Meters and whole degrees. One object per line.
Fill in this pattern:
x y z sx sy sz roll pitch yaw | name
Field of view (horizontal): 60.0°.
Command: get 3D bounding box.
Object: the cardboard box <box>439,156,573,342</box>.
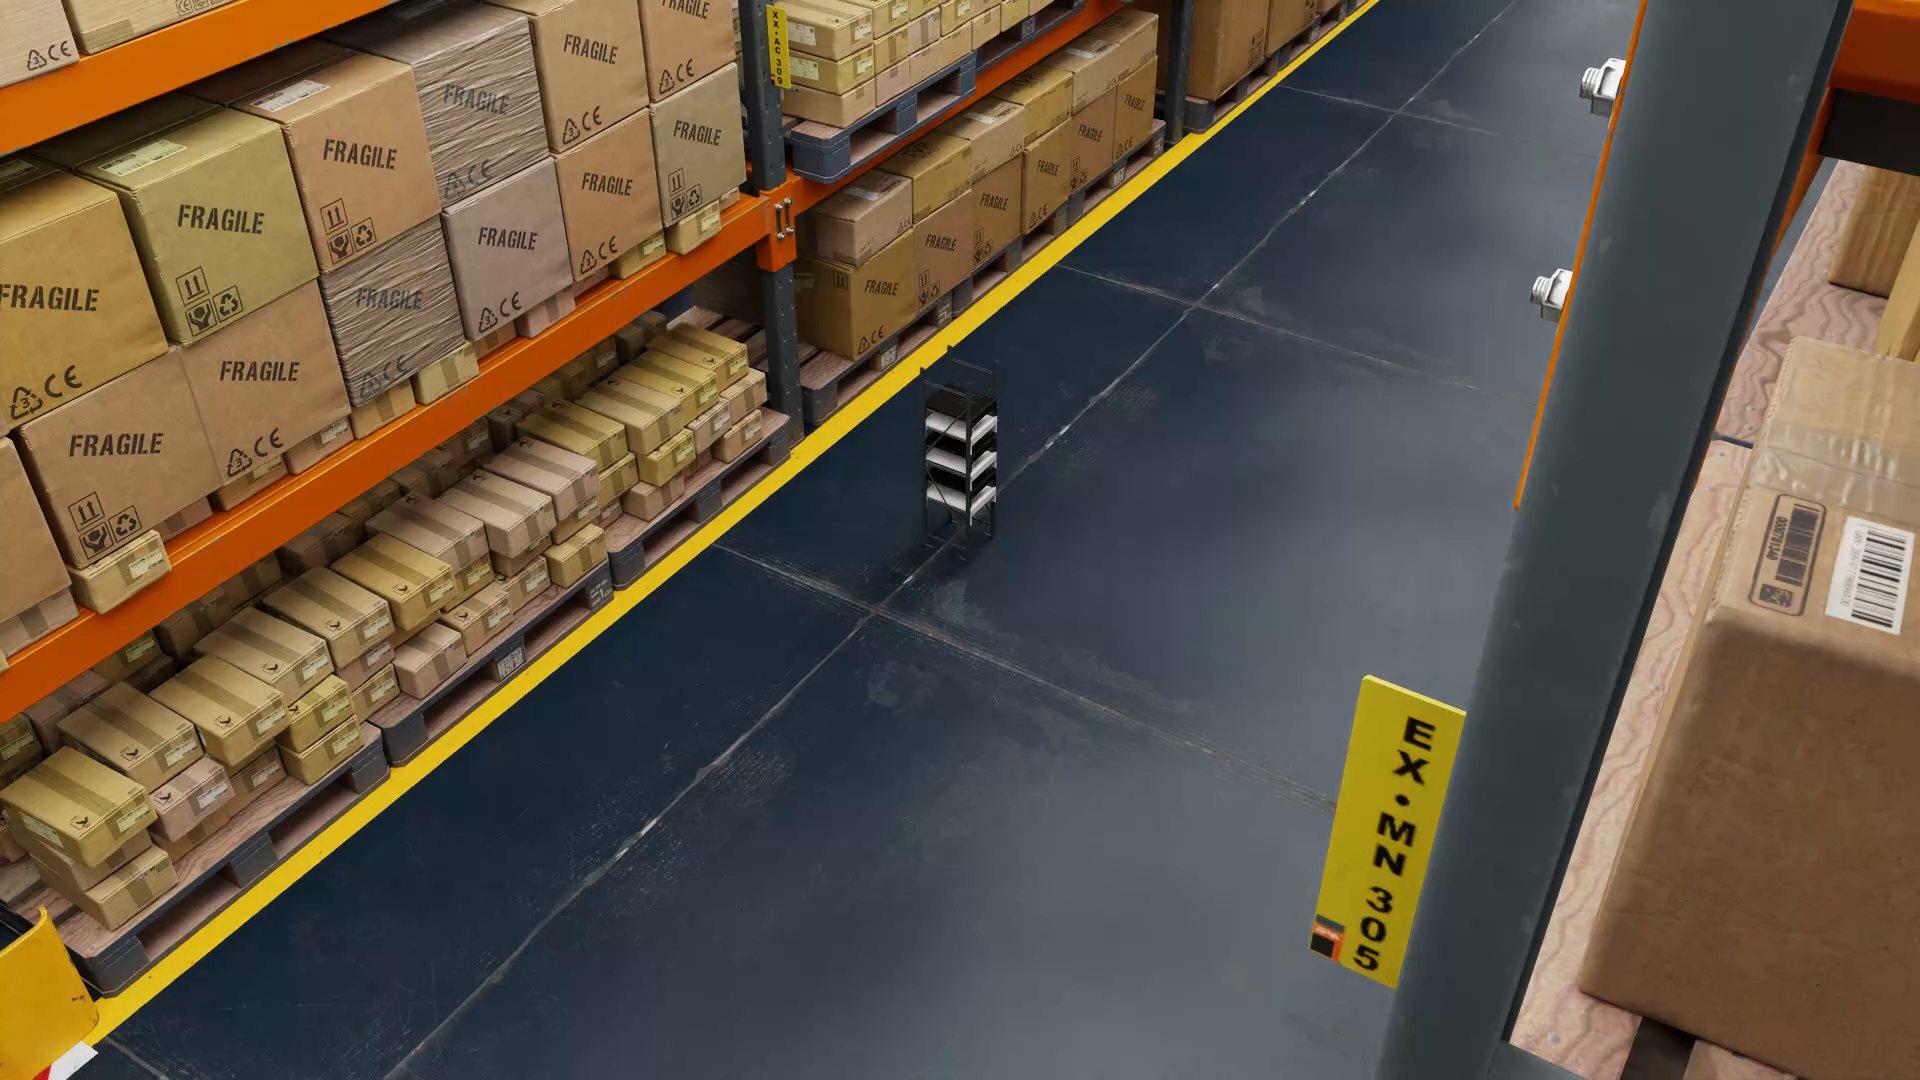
-1.756 -1.088 5.879 0.500 0.500 0.500 21 42 25 | cardboard box

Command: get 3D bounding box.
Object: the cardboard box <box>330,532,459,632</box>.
-2.075 0.149 6.103 0.380 0.149 0.250 22 43 26 | cardboard box

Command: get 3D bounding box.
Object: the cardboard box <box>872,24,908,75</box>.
-0.452 -2.167 7.223 0.380 0.149 0.250 20 42 24 | cardboard box

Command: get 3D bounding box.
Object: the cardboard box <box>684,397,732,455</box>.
-1.223 -0.541 7.242 0.380 0.149 0.250 19 42 23 | cardboard box

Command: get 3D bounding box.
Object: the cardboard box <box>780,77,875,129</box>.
-0.589 -1.915 7.139 0.380 0.149 0.250 19 42 23 | cardboard box

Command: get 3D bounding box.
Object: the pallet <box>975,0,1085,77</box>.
-0.071 -2.748 8.515 1.003 0.211 1.213 21 42 25 | pallet

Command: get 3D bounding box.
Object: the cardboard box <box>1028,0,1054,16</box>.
0.244 -2.719 8.182 0.380 0.149 0.250 19 42 23 | cardboard box

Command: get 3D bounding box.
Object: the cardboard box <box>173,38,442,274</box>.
-2.034 -1.219 5.230 0.500 0.500 0.500 20 42 24 | cardboard box

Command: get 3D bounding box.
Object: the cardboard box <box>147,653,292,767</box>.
-2.474 0.565 5.564 0.380 0.149 0.250 21 42 25 | cardboard box

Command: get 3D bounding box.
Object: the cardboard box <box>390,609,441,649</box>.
-2.182 0.229 6.243 0.380 0.149 0.250 23 43 27 | cardboard box

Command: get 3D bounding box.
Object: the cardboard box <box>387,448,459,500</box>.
-2.241 -0.276 6.655 0.380 0.149 0.250 19 42 23 | cardboard box

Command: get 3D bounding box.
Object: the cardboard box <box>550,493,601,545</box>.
-1.689 -0.162 6.751 0.380 0.149 0.250 22 43 26 | cardboard box

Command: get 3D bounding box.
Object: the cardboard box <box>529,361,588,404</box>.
-1.839 -0.690 7.192 0.380 0.149 0.250 21 42 25 | cardboard box

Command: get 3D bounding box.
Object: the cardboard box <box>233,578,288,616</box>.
-2.746 0.206 6.273 0.380 0.149 0.250 22 43 26 | cardboard box

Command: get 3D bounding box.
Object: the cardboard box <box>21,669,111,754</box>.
-3.079 0.527 5.614 0.380 0.149 0.250 22 43 26 | cardboard box

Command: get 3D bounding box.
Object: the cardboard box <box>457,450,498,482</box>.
-2.127 -0.299 6.929 0.380 0.149 0.250 23 43 27 | cardboard box

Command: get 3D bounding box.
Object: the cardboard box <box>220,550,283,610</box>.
-2.758 0.082 6.190 0.380 0.149 0.250 23 43 27 | cardboard box

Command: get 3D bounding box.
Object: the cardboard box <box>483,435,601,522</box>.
-1.662 -0.247 6.617 0.380 0.149 0.250 19 42 23 | cardboard box

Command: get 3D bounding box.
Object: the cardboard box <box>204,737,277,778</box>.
-2.583 0.647 5.701 0.380 0.149 0.250 22 43 26 | cardboard box

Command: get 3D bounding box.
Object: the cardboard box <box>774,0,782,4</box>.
-1.002 -2.386 7.507 0.380 0.149 0.250 21 43 25 | cardboard box

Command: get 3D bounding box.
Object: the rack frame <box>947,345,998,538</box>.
0.050 -0.405 7.038 0.240 0.900 0.006 21 42 25 | rack frame

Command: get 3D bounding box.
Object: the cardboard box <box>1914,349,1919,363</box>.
1.439 -0.029 1.866 0.700 0.500 0.500 20 42 24 | cardboard box

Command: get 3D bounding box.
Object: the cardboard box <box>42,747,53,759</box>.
-3.104 0.629 5.725 0.380 0.149 0.250 20 42 24 | cardboard box

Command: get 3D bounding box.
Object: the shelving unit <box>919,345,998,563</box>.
-0.004 -0.352 6.970 0.258 0.900 0.210 21 42 25 | shelving unit

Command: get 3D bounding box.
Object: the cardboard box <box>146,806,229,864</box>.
-2.709 0.902 5.614 0.380 0.149 0.250 21 42 25 | cardboard box

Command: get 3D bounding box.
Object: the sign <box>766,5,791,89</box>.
-0.726 -1.965 6.633 0.100 0.325 0.005 21 42 25 | sign

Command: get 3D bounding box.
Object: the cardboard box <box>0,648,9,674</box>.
-2.881 0.306 4.602 0.380 0.149 0.250 21 42 25 | cardboard box

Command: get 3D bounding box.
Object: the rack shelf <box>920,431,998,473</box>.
-0.004 -0.397 6.935 0.258 0.077 0.200 21 42 25 | rack shelf

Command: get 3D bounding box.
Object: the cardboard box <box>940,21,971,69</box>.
-0.173 -2.317 7.660 0.380 0.149 0.250 22 43 26 | cardboard box

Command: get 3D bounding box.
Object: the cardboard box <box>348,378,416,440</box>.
-2.088 -0.515 5.667 0.380 0.149 0.250 23 43 27 | cardboard box

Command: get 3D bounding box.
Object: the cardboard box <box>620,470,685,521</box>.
-1.408 -0.256 7.116 0.380 0.149 0.250 20 42 24 | cardboard box

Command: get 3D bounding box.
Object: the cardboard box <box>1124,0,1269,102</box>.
1.357 -3.418 10.725 1.050 0.750 0.750 21 42 25 | cardboard box

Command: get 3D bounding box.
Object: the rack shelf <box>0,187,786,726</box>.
-2.260 -0.480 6.005 1.077 0.370 4.000 21 42 25 | rack shelf

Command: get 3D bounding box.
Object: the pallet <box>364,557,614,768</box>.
-2.171 0.298 6.691 1.003 0.211 1.213 21 42 25 | pallet

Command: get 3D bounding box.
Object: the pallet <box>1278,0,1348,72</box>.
2.095 -3.762 11.957 1.003 0.211 1.213 21 42 25 | pallet

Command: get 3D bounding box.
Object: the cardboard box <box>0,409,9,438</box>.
-2.867 -0.432 4.209 0.500 0.500 0.500 21 42 25 | cardboard box

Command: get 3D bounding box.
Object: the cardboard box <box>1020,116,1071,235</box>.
0.272 -2.065 9.175 0.500 0.500 0.500 19 42 23 | cardboard box

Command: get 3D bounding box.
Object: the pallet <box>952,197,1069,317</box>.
-0.120 -1.725 9.314 1.003 0.211 1.213 21 42 25 | pallet

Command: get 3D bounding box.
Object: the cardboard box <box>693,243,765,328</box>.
-1.005 -1.436 8.360 0.500 0.500 0.500 20 42 24 | cardboard box

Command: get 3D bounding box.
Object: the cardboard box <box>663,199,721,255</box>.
-1.190 -1.304 6.691 0.380 0.149 0.250 20 42 24 | cardboard box

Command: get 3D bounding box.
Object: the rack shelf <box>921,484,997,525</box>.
-0.004 -0.183 7.100 0.258 0.077 0.200 21 42 25 | rack shelf

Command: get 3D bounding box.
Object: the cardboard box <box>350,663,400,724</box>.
-2.296 0.513 6.119 0.380 0.149 0.250 21 42 25 | cardboard box

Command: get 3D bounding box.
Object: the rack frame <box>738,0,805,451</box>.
-1.188 -1.796 7.123 1.000 3.000 0.127 21 42 25 | rack frame

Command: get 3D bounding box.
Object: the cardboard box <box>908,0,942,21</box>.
-0.305 -2.428 7.317 0.380 0.149 0.250 22 43 25 | cardboard box

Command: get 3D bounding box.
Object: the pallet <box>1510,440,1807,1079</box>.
1.191 0.402 1.887 1.003 0.211 1.213 21 42 25 | pallet

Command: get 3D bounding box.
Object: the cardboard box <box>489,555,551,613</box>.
-1.862 0.127 6.620 0.380 0.149 0.250 22 43 26 | cardboard box

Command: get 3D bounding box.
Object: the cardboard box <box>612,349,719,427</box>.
-1.263 -0.655 7.147 0.380 0.149 0.250 22 43 26 | cardboard box

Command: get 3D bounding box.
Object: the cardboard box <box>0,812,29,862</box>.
-3.225 0.889 5.630 0.380 0.149 0.250 22 43 26 | cardboard box

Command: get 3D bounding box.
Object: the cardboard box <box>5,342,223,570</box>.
-2.592 -0.316 4.878 0.500 0.500 0.500 21 42 25 | cardboard box

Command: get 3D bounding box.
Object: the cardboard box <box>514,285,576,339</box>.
-1.663 -0.911 6.181 0.380 0.149 0.250 19 42 23 | cardboard box

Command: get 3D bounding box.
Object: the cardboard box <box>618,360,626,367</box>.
-1.653 -0.869 7.667 0.380 0.149 0.250 23 43 27 | cardboard box

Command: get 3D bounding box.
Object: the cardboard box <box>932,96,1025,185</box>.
-0.009 -2.101 8.607 0.500 0.250 0.500 23 43 27 | cardboard box

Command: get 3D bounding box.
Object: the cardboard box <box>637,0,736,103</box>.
-1.212 -2.018 6.267 0.500 0.500 0.500 20 42 24 | cardboard box

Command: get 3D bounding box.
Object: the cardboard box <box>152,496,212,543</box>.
-2.567 -0.138 5.179 0.380 0.149 0.250 23 43 27 | cardboard box

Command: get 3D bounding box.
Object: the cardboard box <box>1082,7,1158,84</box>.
0.810 -2.893 9.635 0.500 0.250 0.500 20 42 24 | cardboard box

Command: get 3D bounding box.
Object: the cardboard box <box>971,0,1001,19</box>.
-0.032 -2.575 7.751 0.380 0.149 0.250 23 43 27 | cardboard box

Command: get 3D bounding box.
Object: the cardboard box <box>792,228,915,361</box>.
-0.568 -1.266 8.139 0.500 0.500 0.500 23 43 27 | cardboard box
